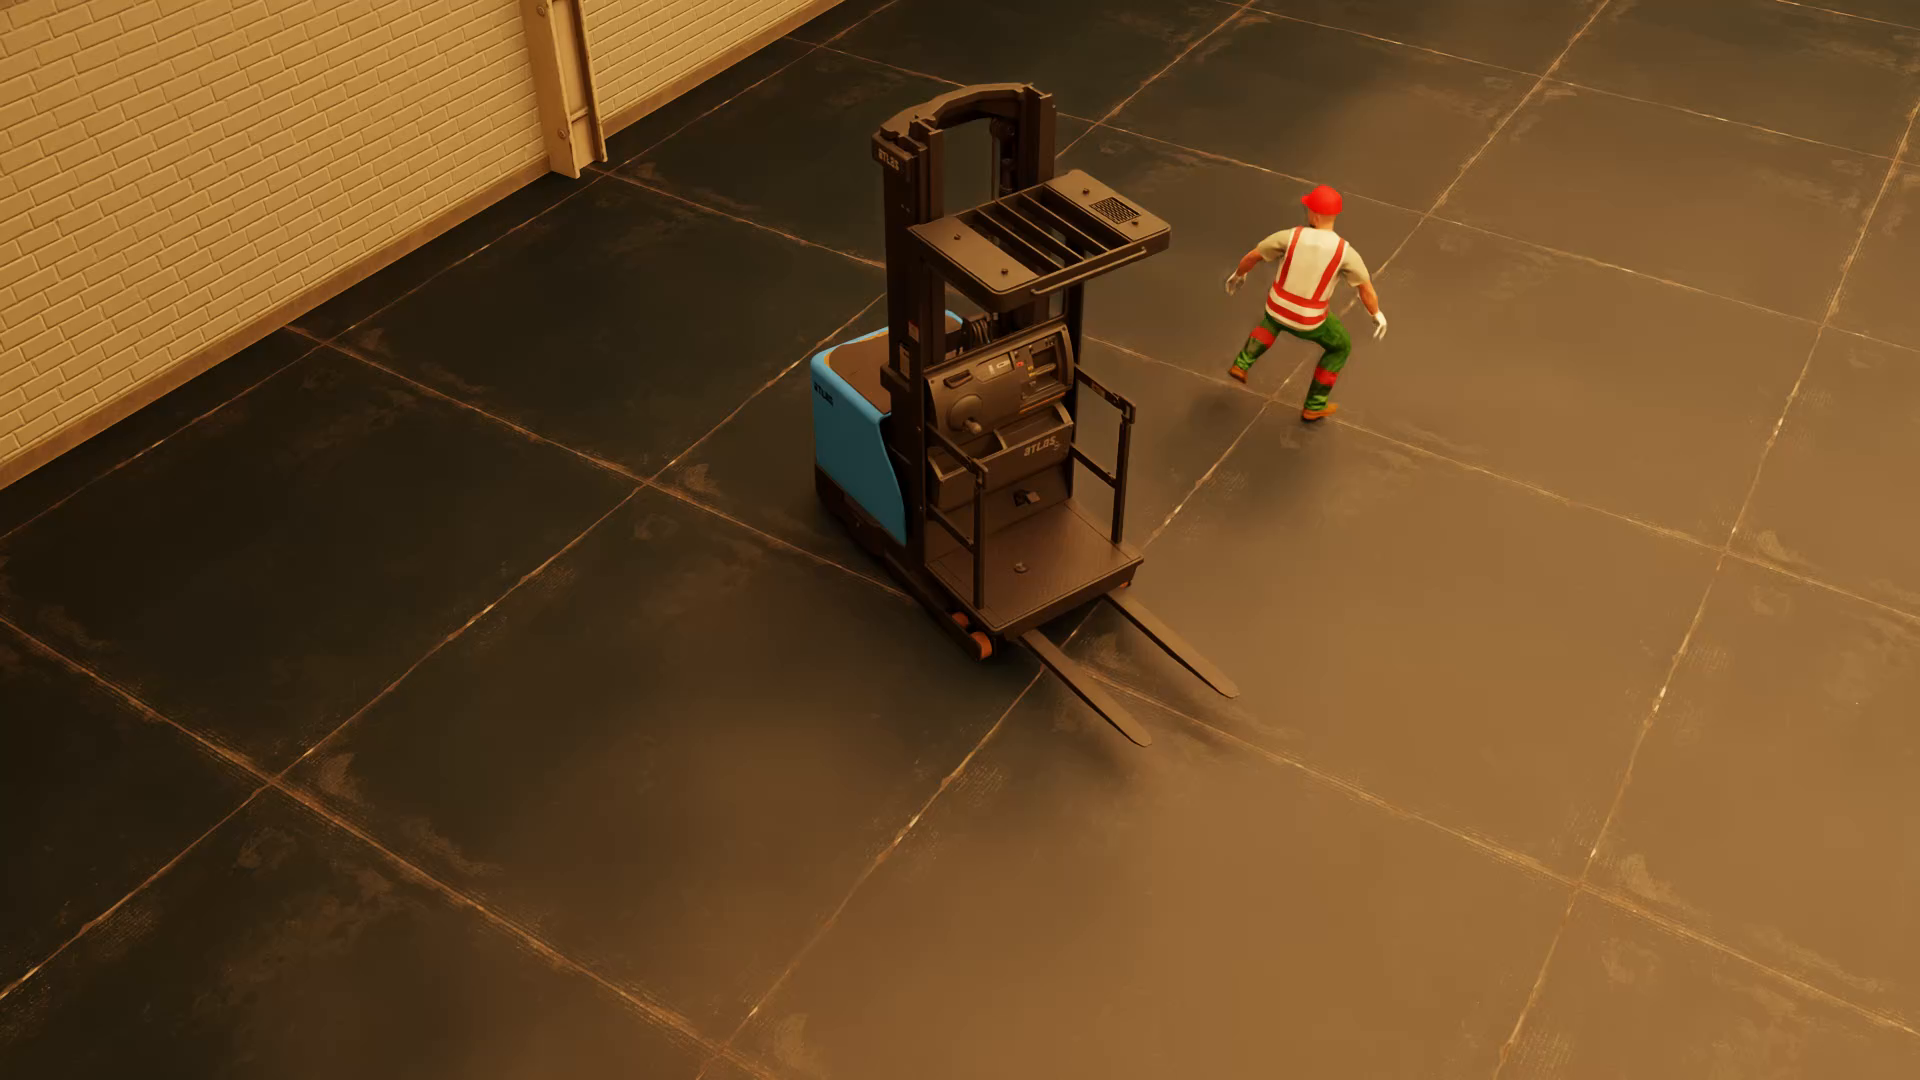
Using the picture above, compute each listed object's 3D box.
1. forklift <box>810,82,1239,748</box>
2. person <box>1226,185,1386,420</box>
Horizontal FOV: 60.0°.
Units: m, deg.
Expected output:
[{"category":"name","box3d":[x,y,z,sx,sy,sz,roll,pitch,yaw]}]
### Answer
[{"category":"forklift","box3d":[0.353,-0.796,8.907,1.130,2.935,3.031,-25,46,-26]},{"category":"person","box3d":[2.252,-1.538,10.798,1.016,1.658,0.515,25,46,26]}]
